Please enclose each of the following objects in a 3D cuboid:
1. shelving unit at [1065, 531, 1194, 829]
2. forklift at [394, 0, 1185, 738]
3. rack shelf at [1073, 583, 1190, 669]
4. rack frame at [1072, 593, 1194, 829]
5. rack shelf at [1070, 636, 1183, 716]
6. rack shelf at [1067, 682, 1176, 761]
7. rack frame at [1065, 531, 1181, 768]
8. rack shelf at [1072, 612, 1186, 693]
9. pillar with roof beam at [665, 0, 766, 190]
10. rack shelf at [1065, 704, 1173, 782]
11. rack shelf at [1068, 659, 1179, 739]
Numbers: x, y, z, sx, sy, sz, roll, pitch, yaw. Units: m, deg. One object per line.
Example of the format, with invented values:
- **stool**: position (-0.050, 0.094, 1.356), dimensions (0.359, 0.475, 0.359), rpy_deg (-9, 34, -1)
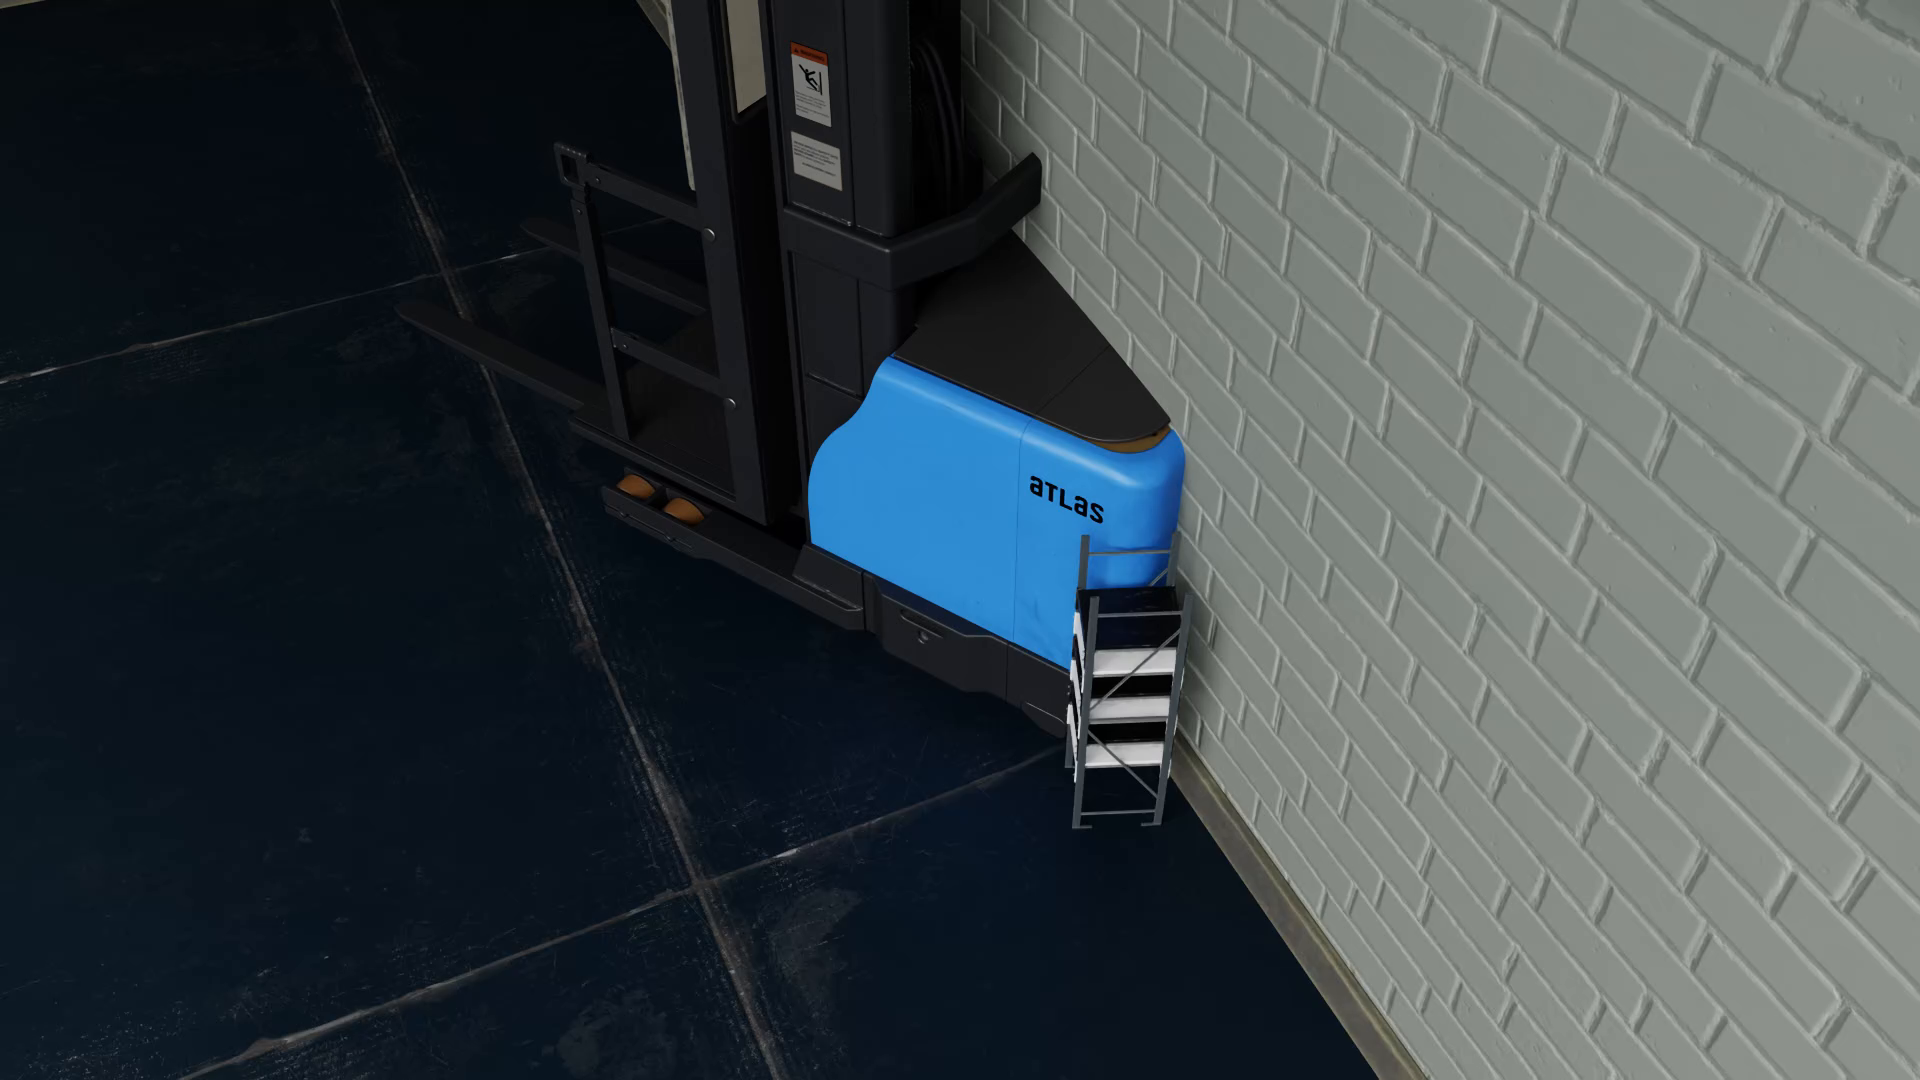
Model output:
- **shelving unit**: position (0.416, 0.377, 4.227), dimensions (0.258, 0.900, 0.210), rpy_deg (-2, 45, -2)
- **forklift**: position (-0.519, -1.289, 4.470), dimensions (3.031, 2.935, 1.130), rpy_deg (25, 50, 23)
- **rack shelf**: position (0.416, 0.209, 4.061), dimensions (0.258, 0.077, 0.200), rpy_deg (-2, 45, -2)
- **rack frame**: position (0.421, 0.449, 4.155), dimensions (0.240, 0.900, 0.006), rpy_deg (-2, 45, -2)
- **rack shelf**: position (0.416, 0.337, 4.187), dimensions (0.258, 0.077, 0.200), rpy_deg (-2, 45, -2)
- **rack shelf**: position (0.416, 0.465, 4.314), dimensions (0.258, 0.077, 0.200), rpy_deg (-2, 45, -2)
- **rack frame**: position (0.411, 0.306, 4.299), dimensions (0.240, 0.900, 0.006), rpy_deg (-2, 45, -2)
- **rack shelf**: position (0.416, 0.273, 4.124), dimensions (0.258, 0.077, 0.200), rpy_deg (-2, 45, -2)
- **pillar with roof beam**: position (-4.777, -3.288, 2.175), dimensions (9.100, 9.000, 0.400), rpy_deg (-18, 47, -17)
- **rack shelf**: position (0.416, 0.529, 4.377), dimensions (0.258, 0.077, 0.200), rpy_deg (-2, 45, -2)
- **rack shelf**: position (0.416, 0.401, 4.250), dimensions (0.258, 0.077, 0.200), rpy_deg (-2, 45, -2)
